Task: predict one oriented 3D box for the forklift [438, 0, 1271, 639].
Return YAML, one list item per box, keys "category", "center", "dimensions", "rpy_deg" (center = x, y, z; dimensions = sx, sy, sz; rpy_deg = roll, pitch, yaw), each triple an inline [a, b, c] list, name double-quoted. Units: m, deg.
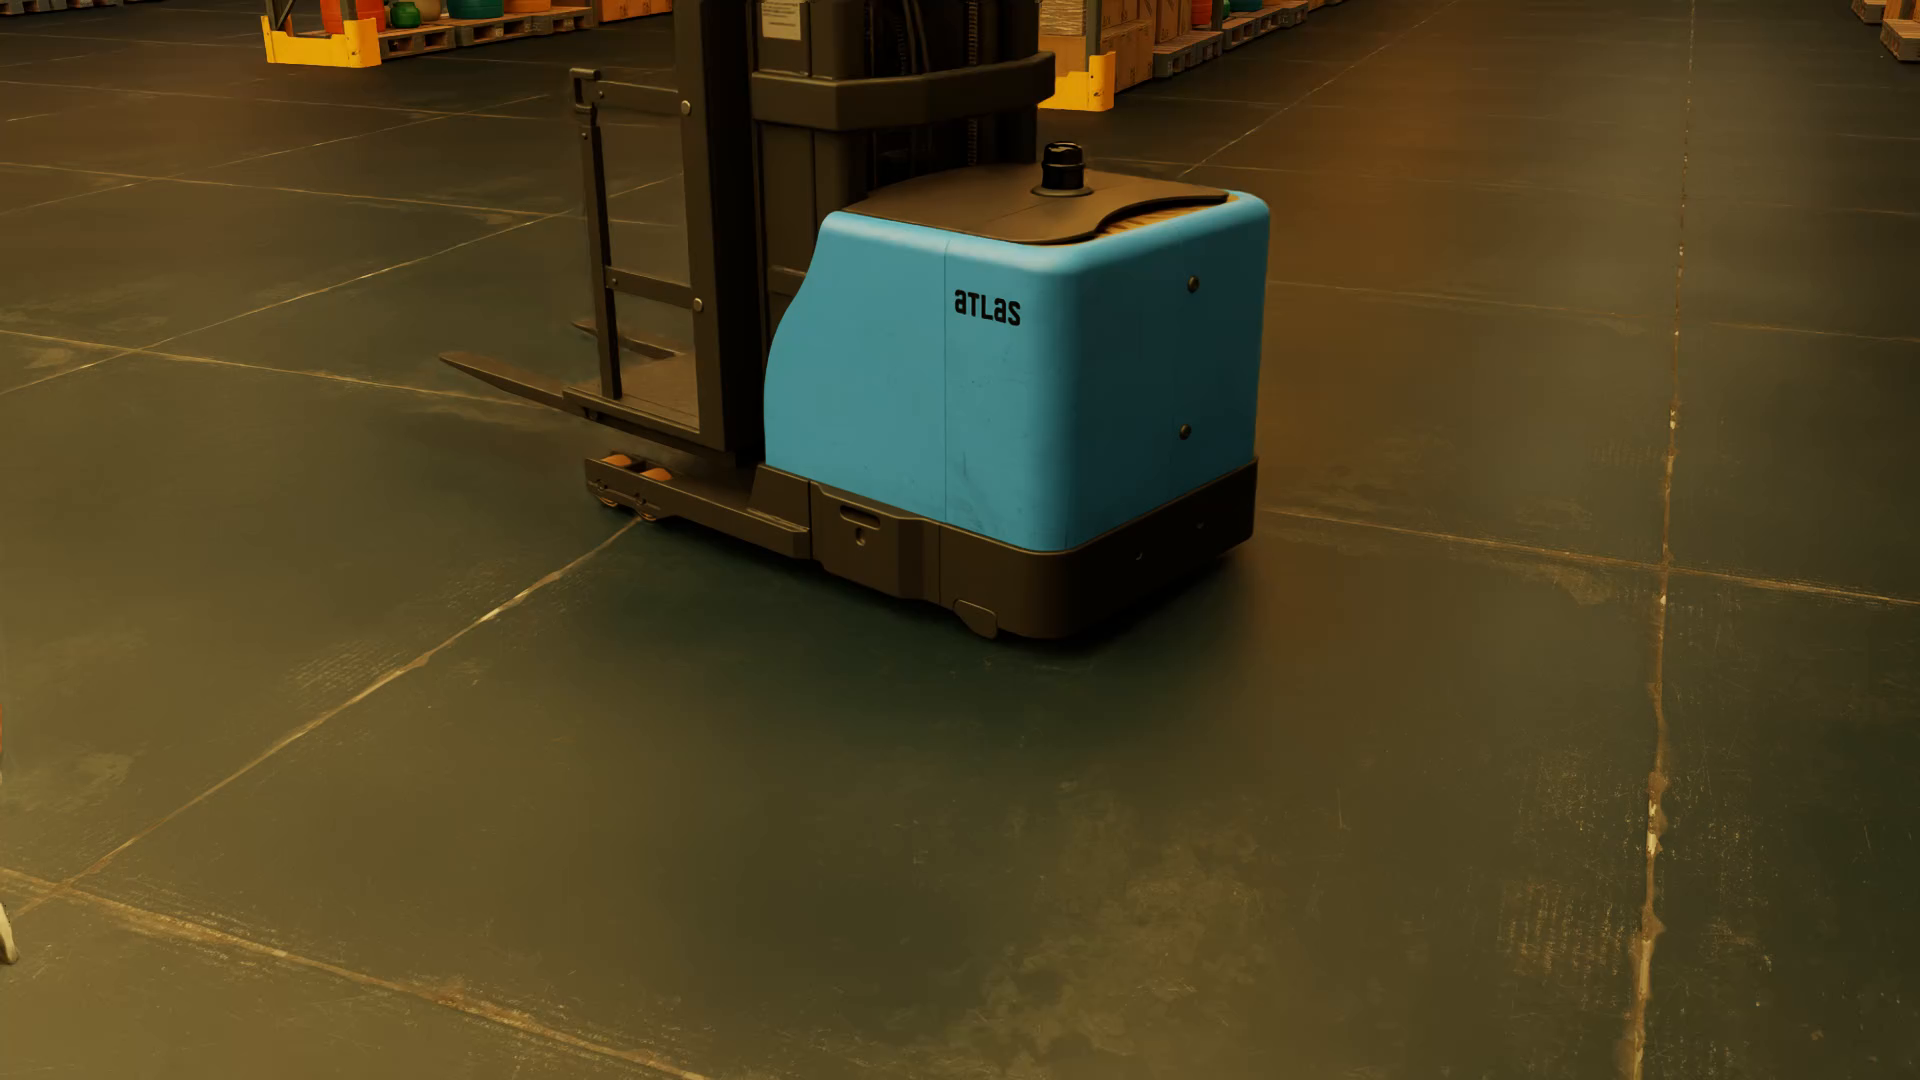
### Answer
- category: "forklift"
  center: [-0.569, -1.546, 4.992]
  dimensions: [3.031, 2.935, 1.130]
  rpy_deg: [18, 29, 37]
